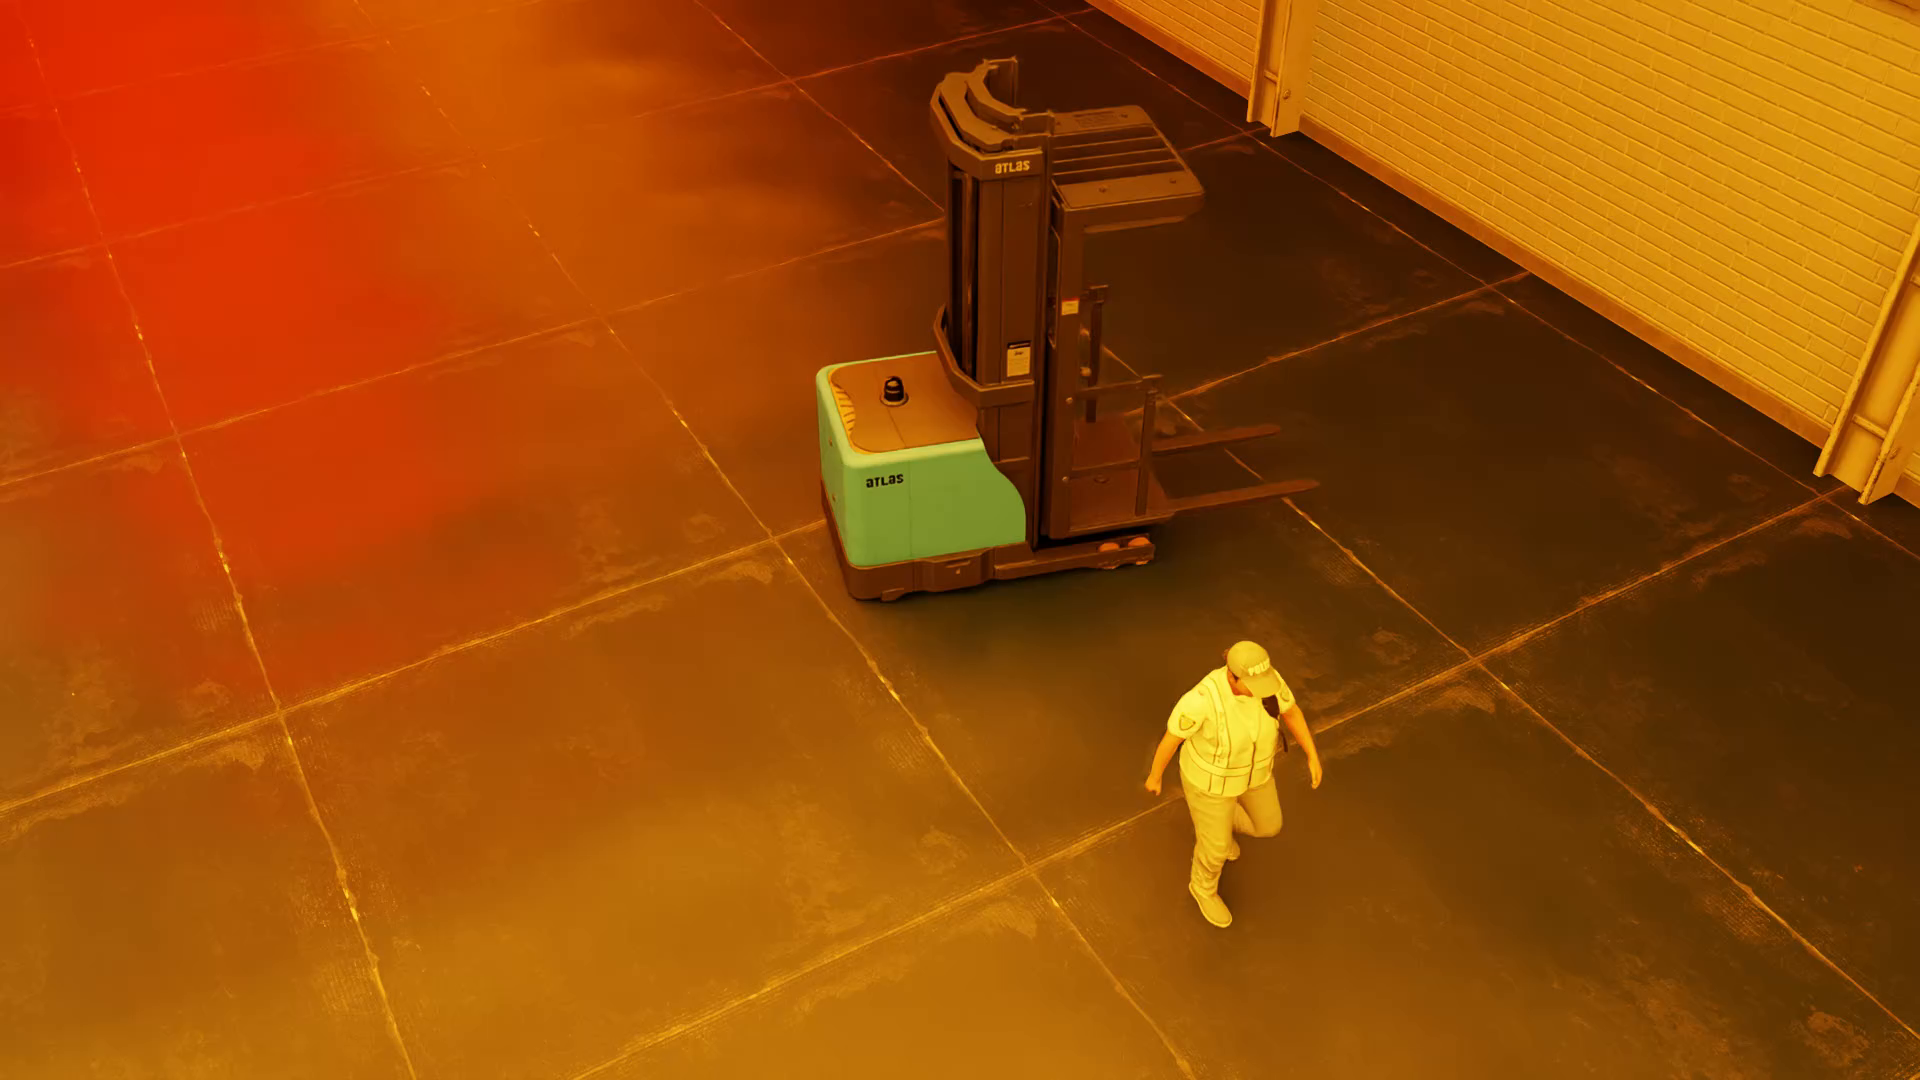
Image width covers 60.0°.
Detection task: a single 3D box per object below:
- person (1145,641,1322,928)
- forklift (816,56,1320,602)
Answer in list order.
[{"bbox_3d":[1.246,1.073,7.757,0.719,1.648,0.564,-19,43,-21],"label":"person"},{"bbox_3d":[0.702,-1.268,9.565,3.031,2.935,1.130,-9,41,-11],"label":"forklift"}]
